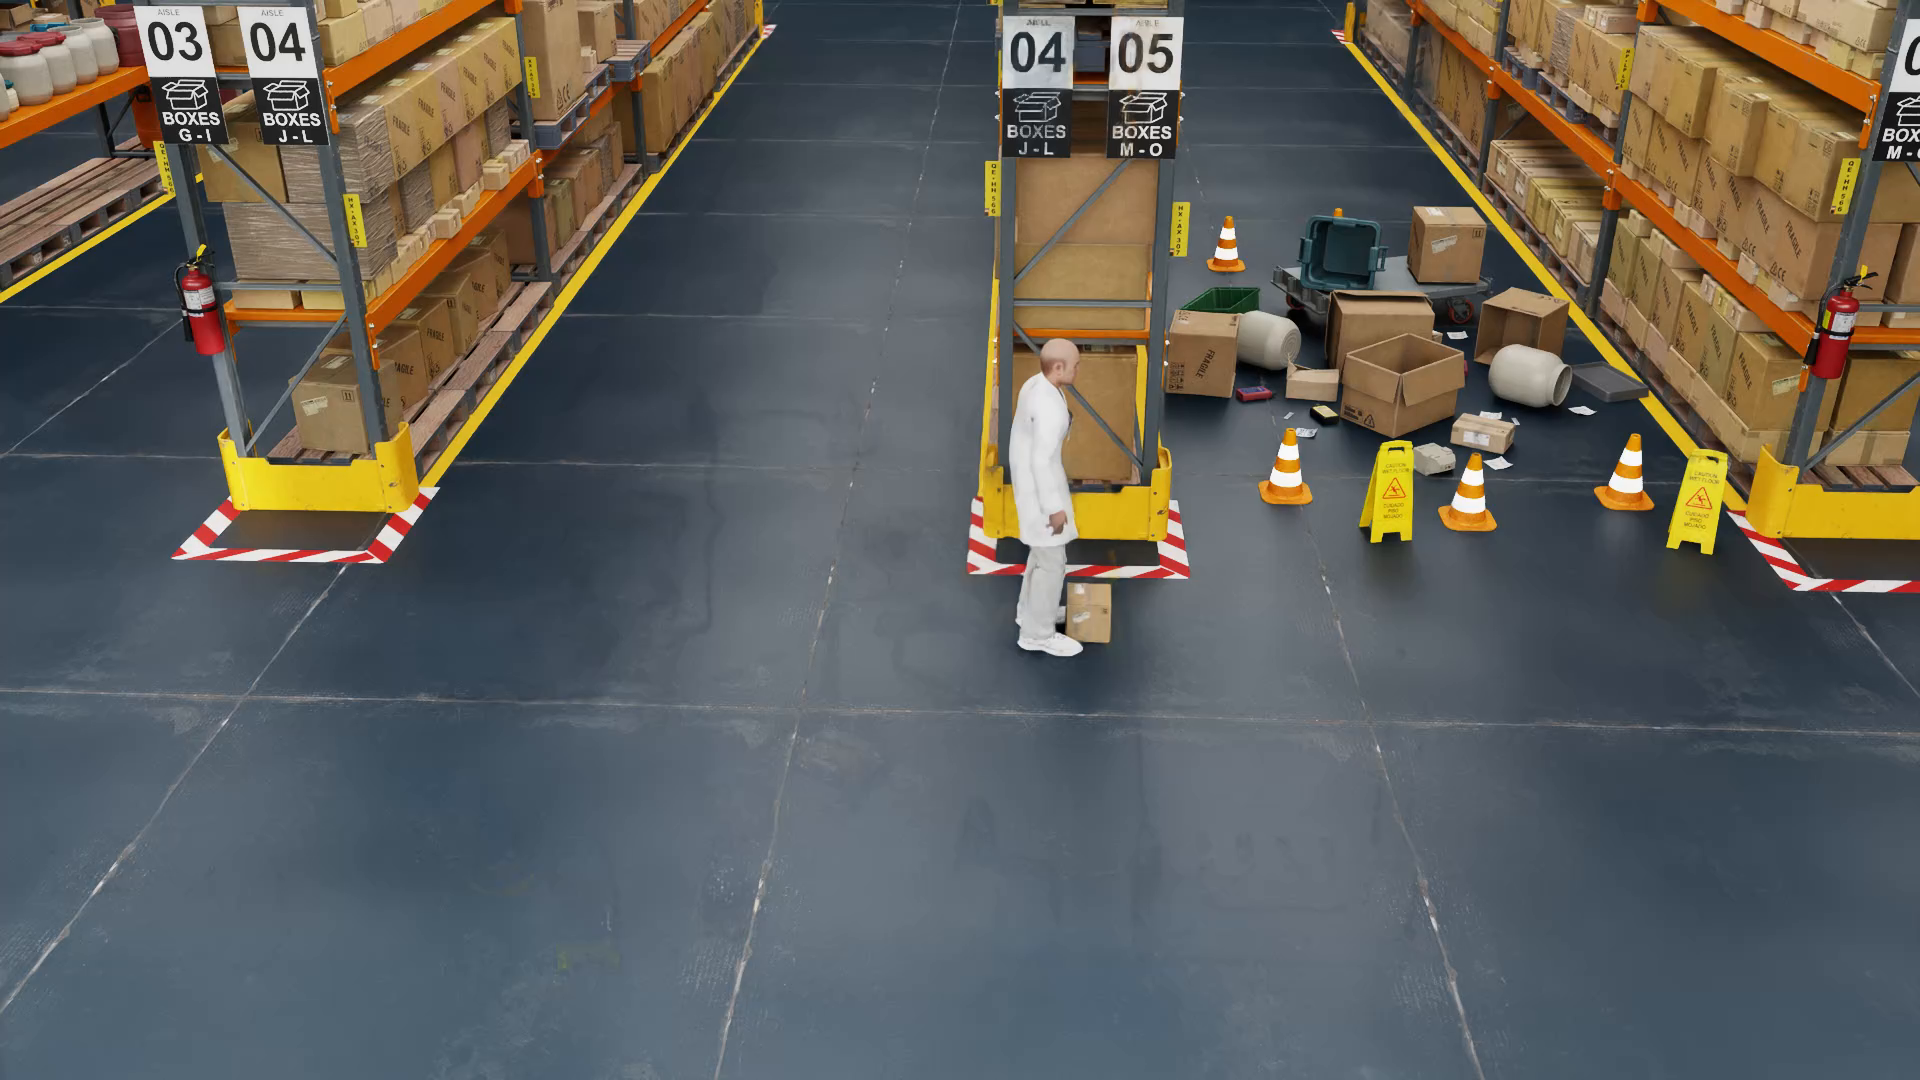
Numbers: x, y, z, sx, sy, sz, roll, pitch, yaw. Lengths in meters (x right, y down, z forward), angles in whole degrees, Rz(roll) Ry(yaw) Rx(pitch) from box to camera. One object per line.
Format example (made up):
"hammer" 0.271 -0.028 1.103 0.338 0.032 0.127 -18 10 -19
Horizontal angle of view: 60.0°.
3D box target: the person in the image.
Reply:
"person" 0.480 -0.260 9.134 0.427 1.773 0.631 0 28 0
